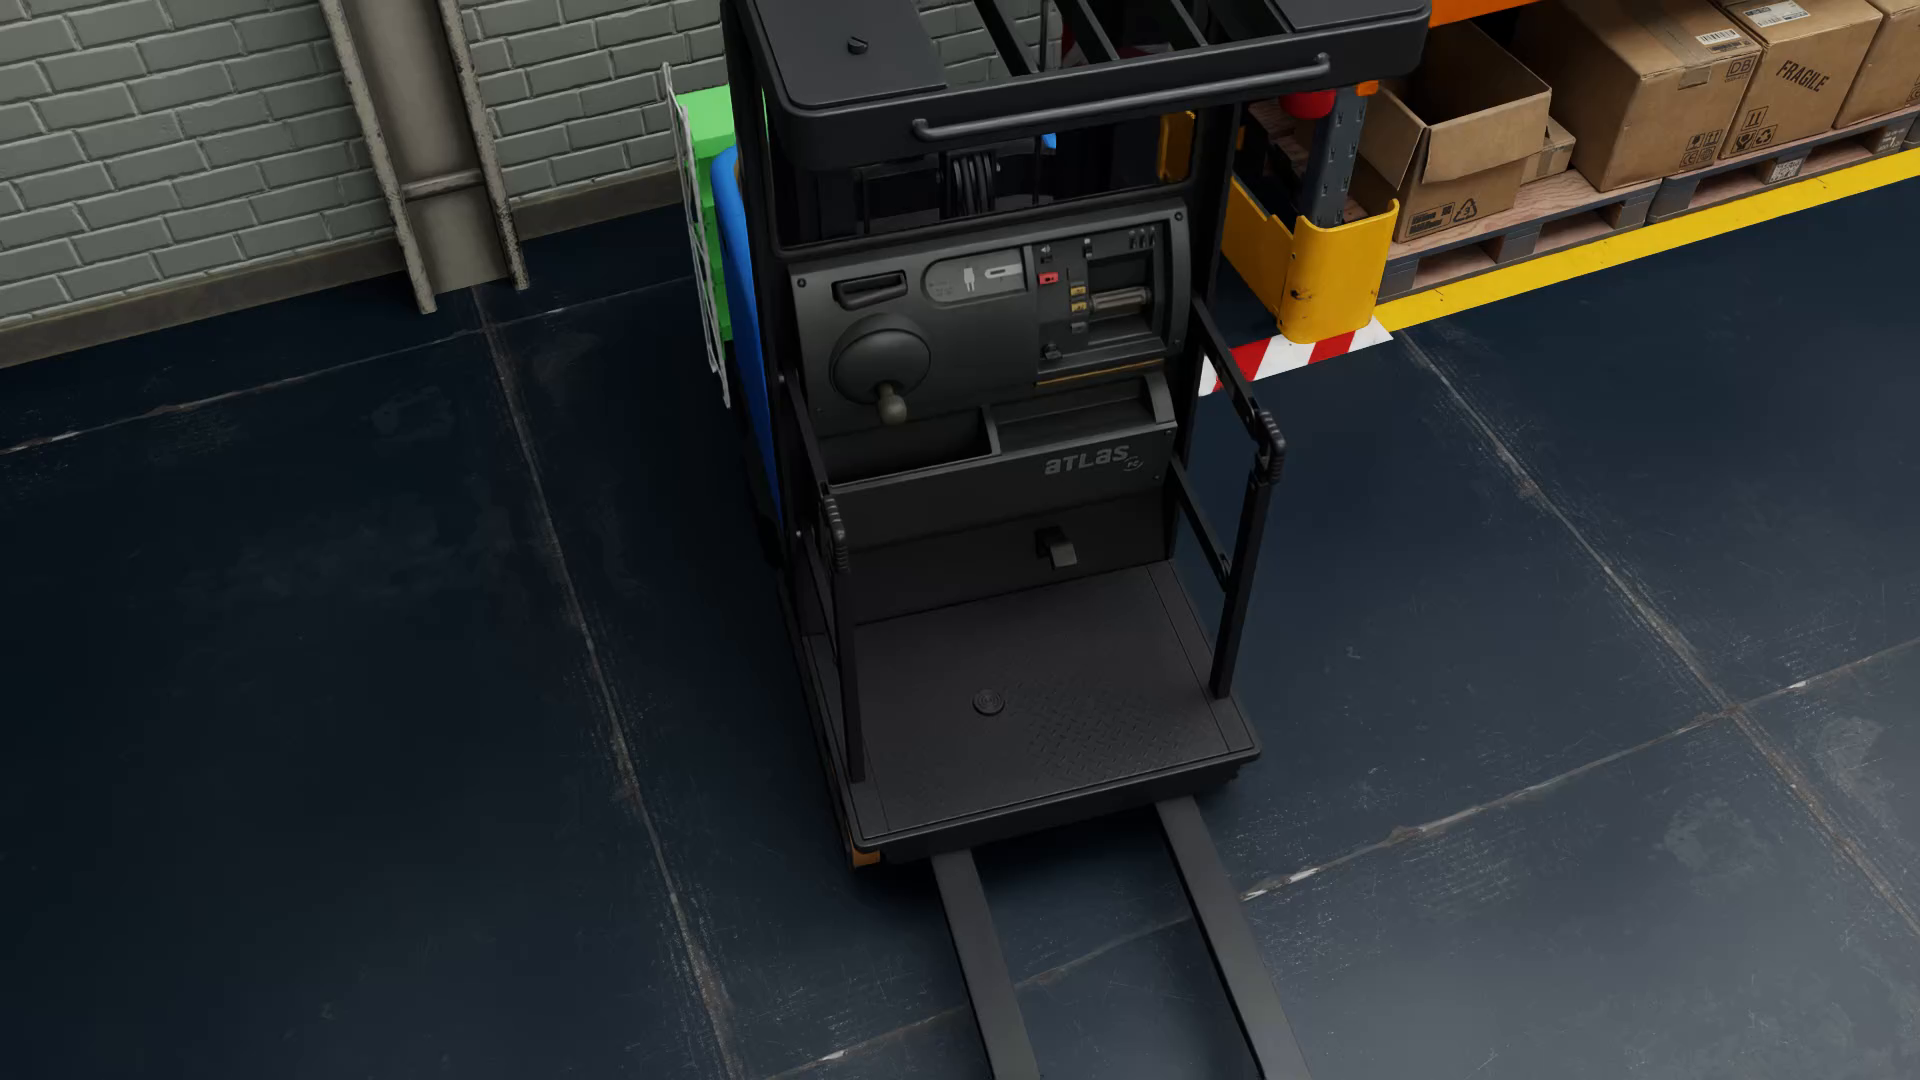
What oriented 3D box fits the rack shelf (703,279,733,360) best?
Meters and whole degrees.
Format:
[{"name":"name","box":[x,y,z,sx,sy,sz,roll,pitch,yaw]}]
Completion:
[{"name":"rack shelf","box":[-0.595,-0.790,5.539,0.480,0.148,0.258,-16,51,-13]}]

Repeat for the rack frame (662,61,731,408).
[{"name":"rack frame","box":[-0.824,-0.925,5.253,0.015,1.200,0.240,-16,51,-13]}]

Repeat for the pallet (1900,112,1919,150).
[{"name":"pallet","box":[4.104,-2.130,6.940,1.213,0.211,1.003,-17,52,-14]}]

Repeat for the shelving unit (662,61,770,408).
[{"name":"shelving unit","box":[-0.595,-0.988,5.308,0.503,1.200,0.258,-16,51,-13]}]

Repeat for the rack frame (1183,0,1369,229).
[{"name":"rack frame","box":[1.037,-2.087,5.065,0.127,3.000,1.000,-17,52,-14]}]

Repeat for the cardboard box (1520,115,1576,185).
[{"name":"cardboard box","box":[2.047,-1.499,6.162,0.250,0.149,0.380,-19,52,-16]}]

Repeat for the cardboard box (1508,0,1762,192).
[{"name":"cardboard box","box":[2.445,-1.737,6.135,0.500,0.500,0.700,-15,51,-13]}]

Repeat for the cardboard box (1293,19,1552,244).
[{"name":"cardboard box","box":[1.639,-1.520,5.947,0.637,0.503,0.797,-19,52,-16]}]

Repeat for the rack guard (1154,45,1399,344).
[{"name":"rack guard","box":[1.108,-1.295,6.032,0.348,0.500,1.175,-17,52,-14]}]

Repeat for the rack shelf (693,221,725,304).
[{"name":"rack shelf","box":[-0.595,-0.947,5.356,0.480,0.148,0.258,-16,51,-13]}]

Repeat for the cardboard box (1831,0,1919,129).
[{"name":"cardboard box","box":[3.406,-2.034,6.391,0.500,0.500,0.700,-19,52,-16]}]

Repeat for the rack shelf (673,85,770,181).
[{"name":"rack shelf","box":[-0.595,-1.260,4.992,0.480,0.148,0.258,-16,51,-13]}]

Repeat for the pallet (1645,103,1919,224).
[{"name":"pallet","box":[2.973,-1.777,6.637,1.213,0.211,1.003,-17,52,-14]}]

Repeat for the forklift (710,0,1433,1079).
[{"name":"forklift","box":[0.141,-0.414,3.673,1.130,2.935,3.031,-12,50,-10]}]

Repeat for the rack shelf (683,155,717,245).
[{"name":"rack shelf","box":[-0.595,-1.103,5.174,0.480,0.148,0.258,-16,51,-13]}]

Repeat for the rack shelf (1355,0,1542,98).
[{"name":"rack shelf","box":[2.889,-2.427,5.831,4.000,0.370,1.077,-17,52,-14]}]

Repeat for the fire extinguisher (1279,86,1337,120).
[{"name":"fire extinguisher","box":[1.076,-1.574,4.921,0.183,0.674,0.296,-17,52,-14]}]

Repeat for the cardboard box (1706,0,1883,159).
[{"name":"cardboard box","box":[2.973,-1.818,6.205,0.500,0.500,0.500,-16,51,-14]}]

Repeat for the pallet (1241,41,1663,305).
[{"name":"pallet","box":[1.845,-1.430,6.339,1.213,0.211,1.003,-17,52,-14]}]
